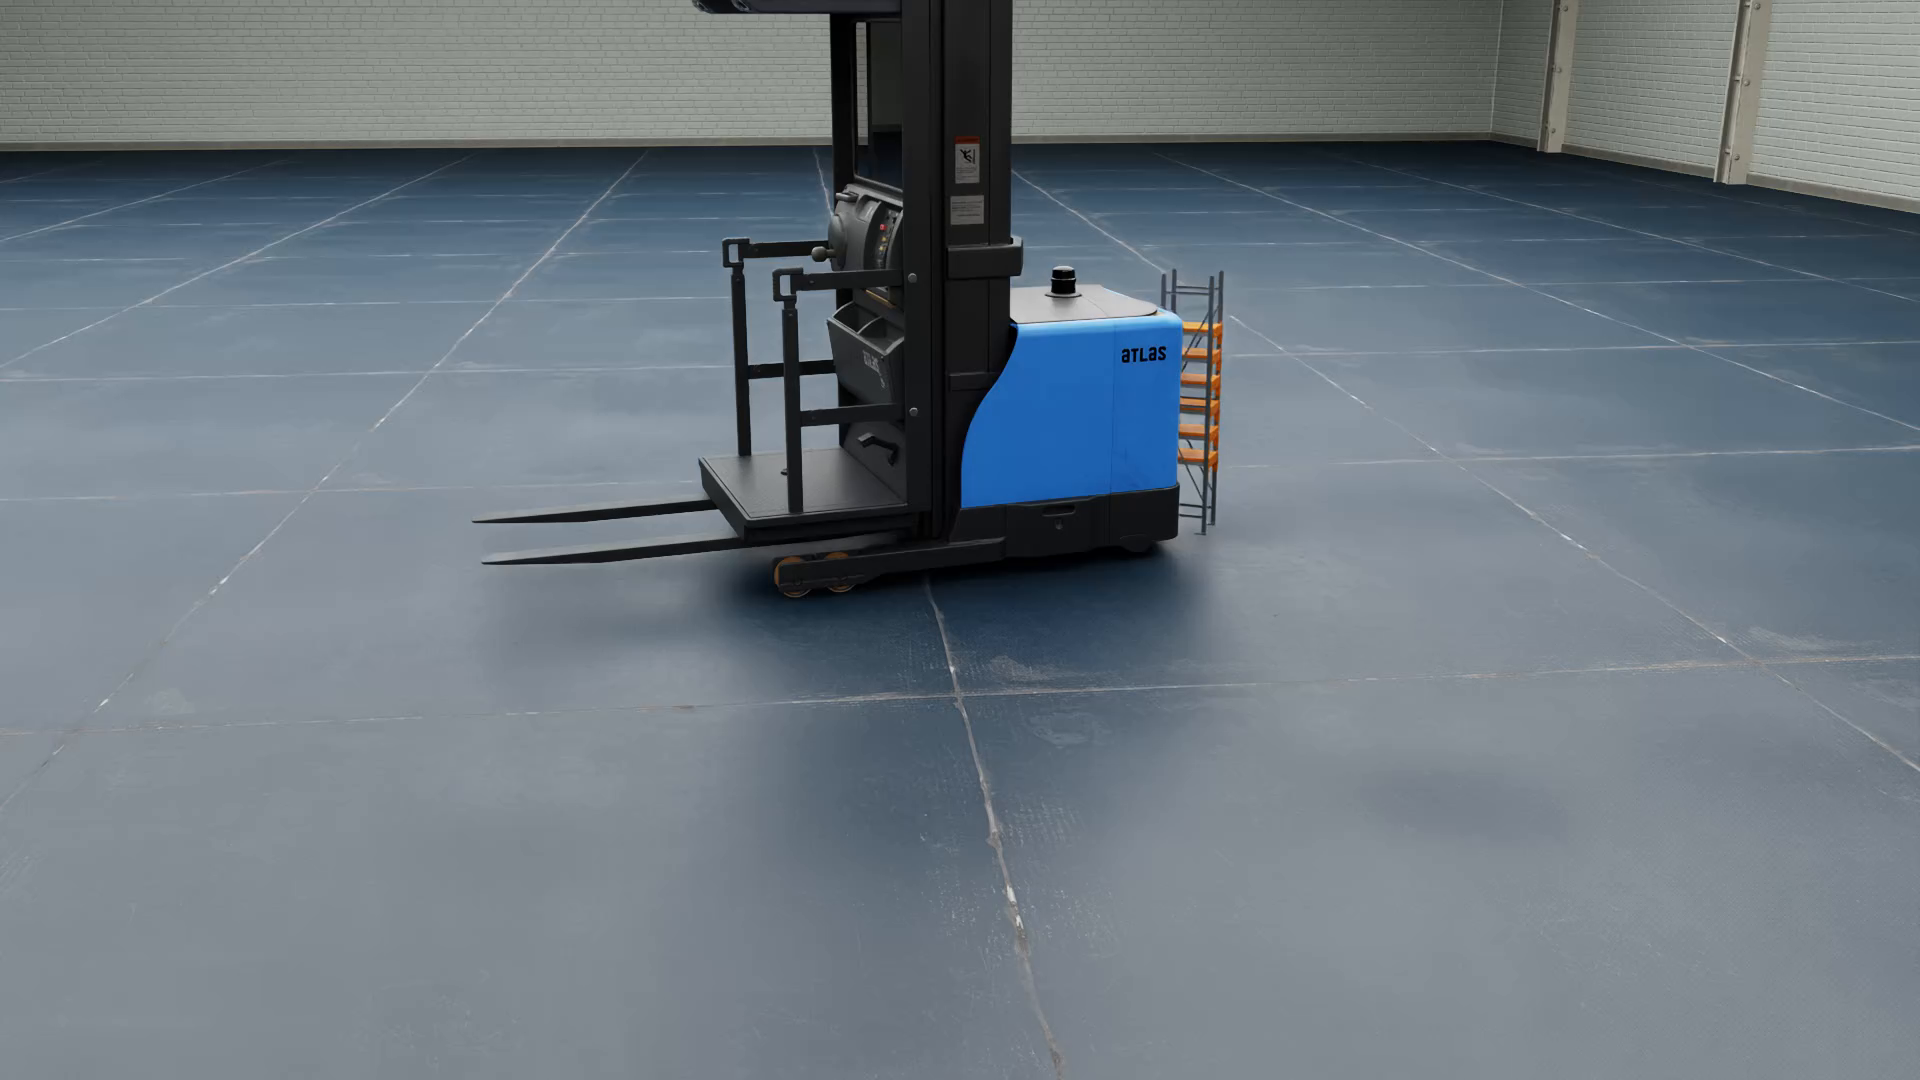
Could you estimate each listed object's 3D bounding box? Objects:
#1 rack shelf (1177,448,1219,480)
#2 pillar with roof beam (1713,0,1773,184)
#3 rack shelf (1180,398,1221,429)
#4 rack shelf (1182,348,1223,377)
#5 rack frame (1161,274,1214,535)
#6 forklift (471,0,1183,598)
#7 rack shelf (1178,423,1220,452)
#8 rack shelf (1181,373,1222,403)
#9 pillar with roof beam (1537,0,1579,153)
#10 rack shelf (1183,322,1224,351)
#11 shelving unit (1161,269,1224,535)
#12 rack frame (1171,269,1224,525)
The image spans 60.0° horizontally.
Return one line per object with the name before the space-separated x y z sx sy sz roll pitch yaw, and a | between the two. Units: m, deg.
rack shelf | 1.062 -0.361 7.765 0.258 0.103 0.180 6 18 21
pillar with roof beam | 6.973 -9.377 22.522 9.100 9.000 0.400 -2 18 -6
rack shelf | 1.060 -0.591 7.697 0.258 0.103 0.180 6 18 21
rack shelf | 1.057 -0.821 7.628 0.258 0.103 0.180 6 18 21
rack frame | 1.025 -0.609 7.603 0.240 1.200 0.006 6 18 21
forklift | -0.589 -1.337 7.043 3.031 2.935 1.130 -6 18 -18
rack shelf | 1.061 -0.476 7.731 0.258 0.103 0.180 6 18 21
rack shelf | 1.058 -0.706 7.662 0.258 0.103 0.180 6 18 21
pillar with roof beam | 6.354 -11.165 28.216 9.100 9.000 0.400 -2 18 -6
rack shelf | 1.056 -0.936 7.593 0.258 0.103 0.180 6 18 21
shelving unit | 1.059 -0.634 7.684 0.258 1.200 0.189 6 18 21
rack frame | 1.093 -0.659 7.765 0.240 1.200 0.006 6 18 21
